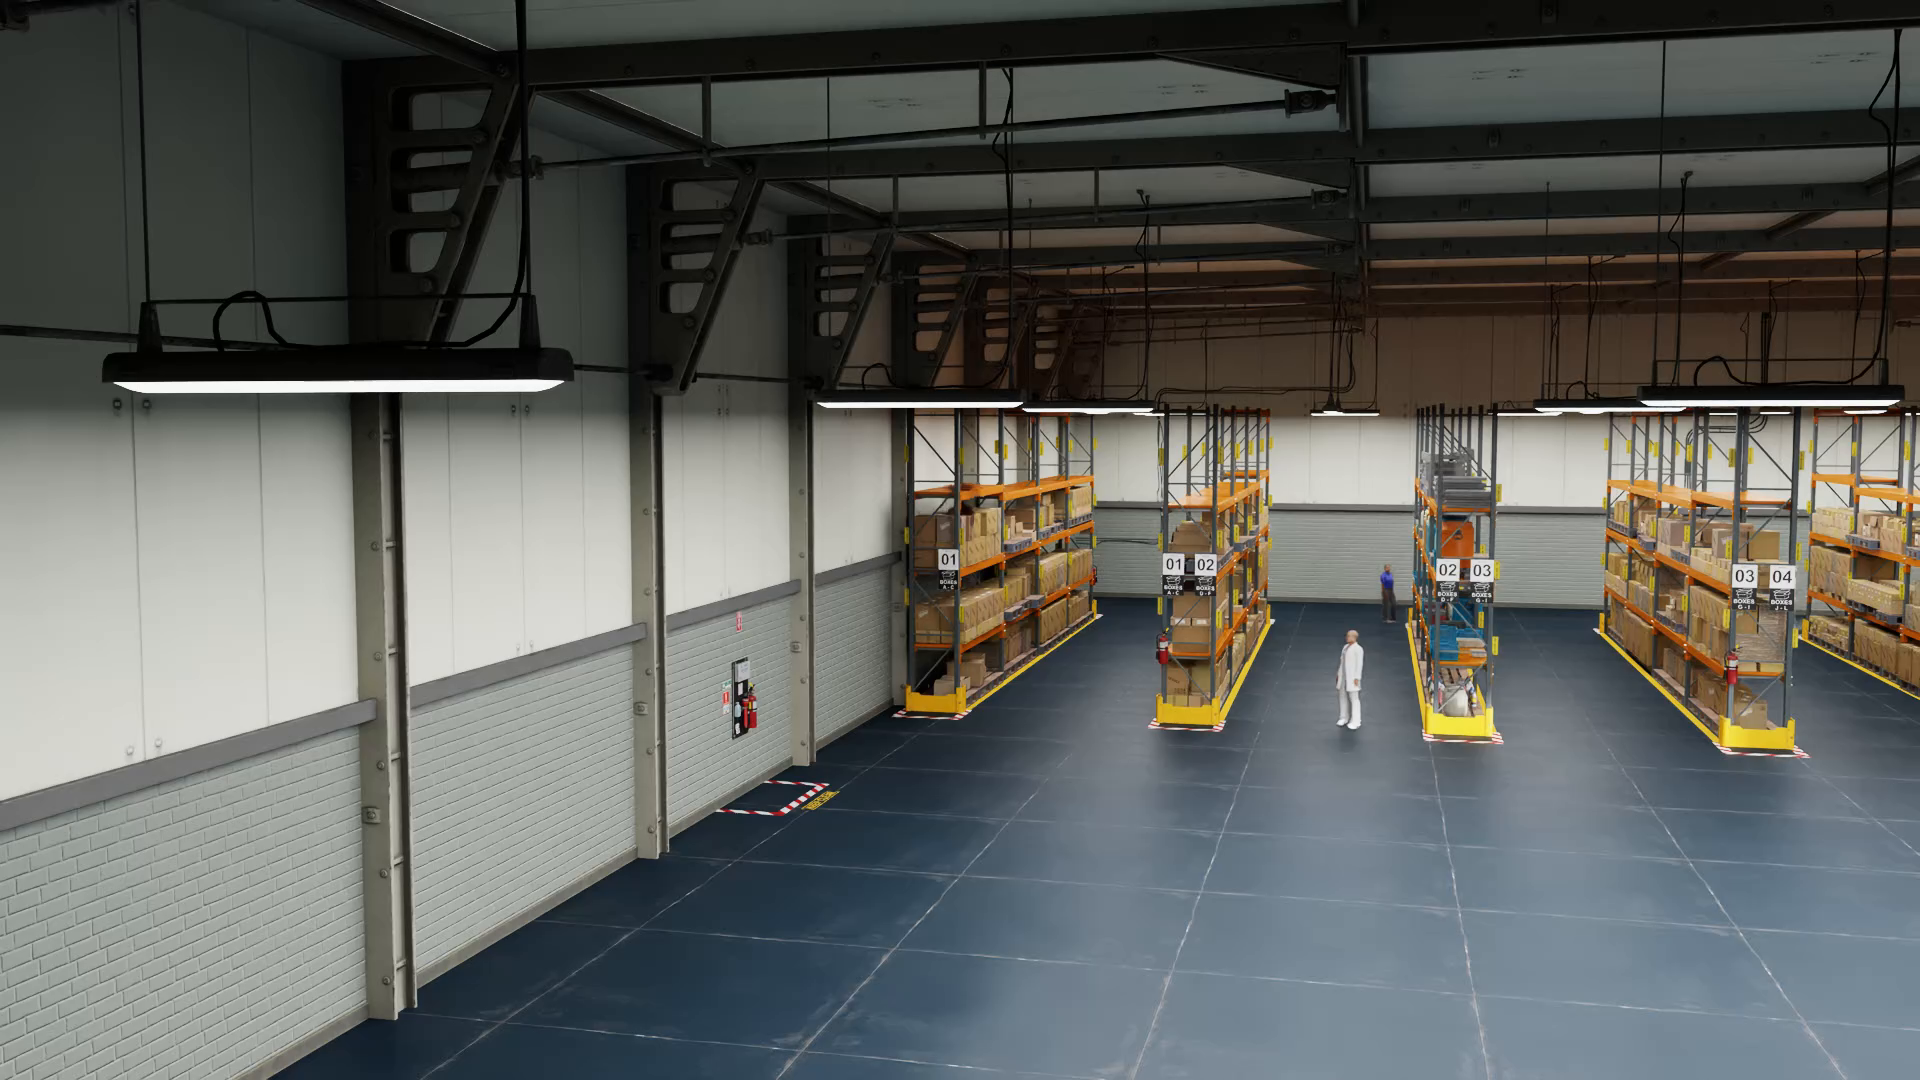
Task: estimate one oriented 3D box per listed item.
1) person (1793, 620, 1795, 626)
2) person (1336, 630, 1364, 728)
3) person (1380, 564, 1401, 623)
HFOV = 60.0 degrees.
[{"bbox_3d":[22.007,1.563,44.485,0.800,1.701,0.561,-2,5,-26],"label":"person"},{"bbox_3d":[7.237,2.576,30.960,0.422,1.790,0.619,-3,5,-31],"label":"person"},{"bbox_3d":[12.071,1.517,46.666,0.609,1.706,0.342,-2,5,-30],"label":"person"}]
